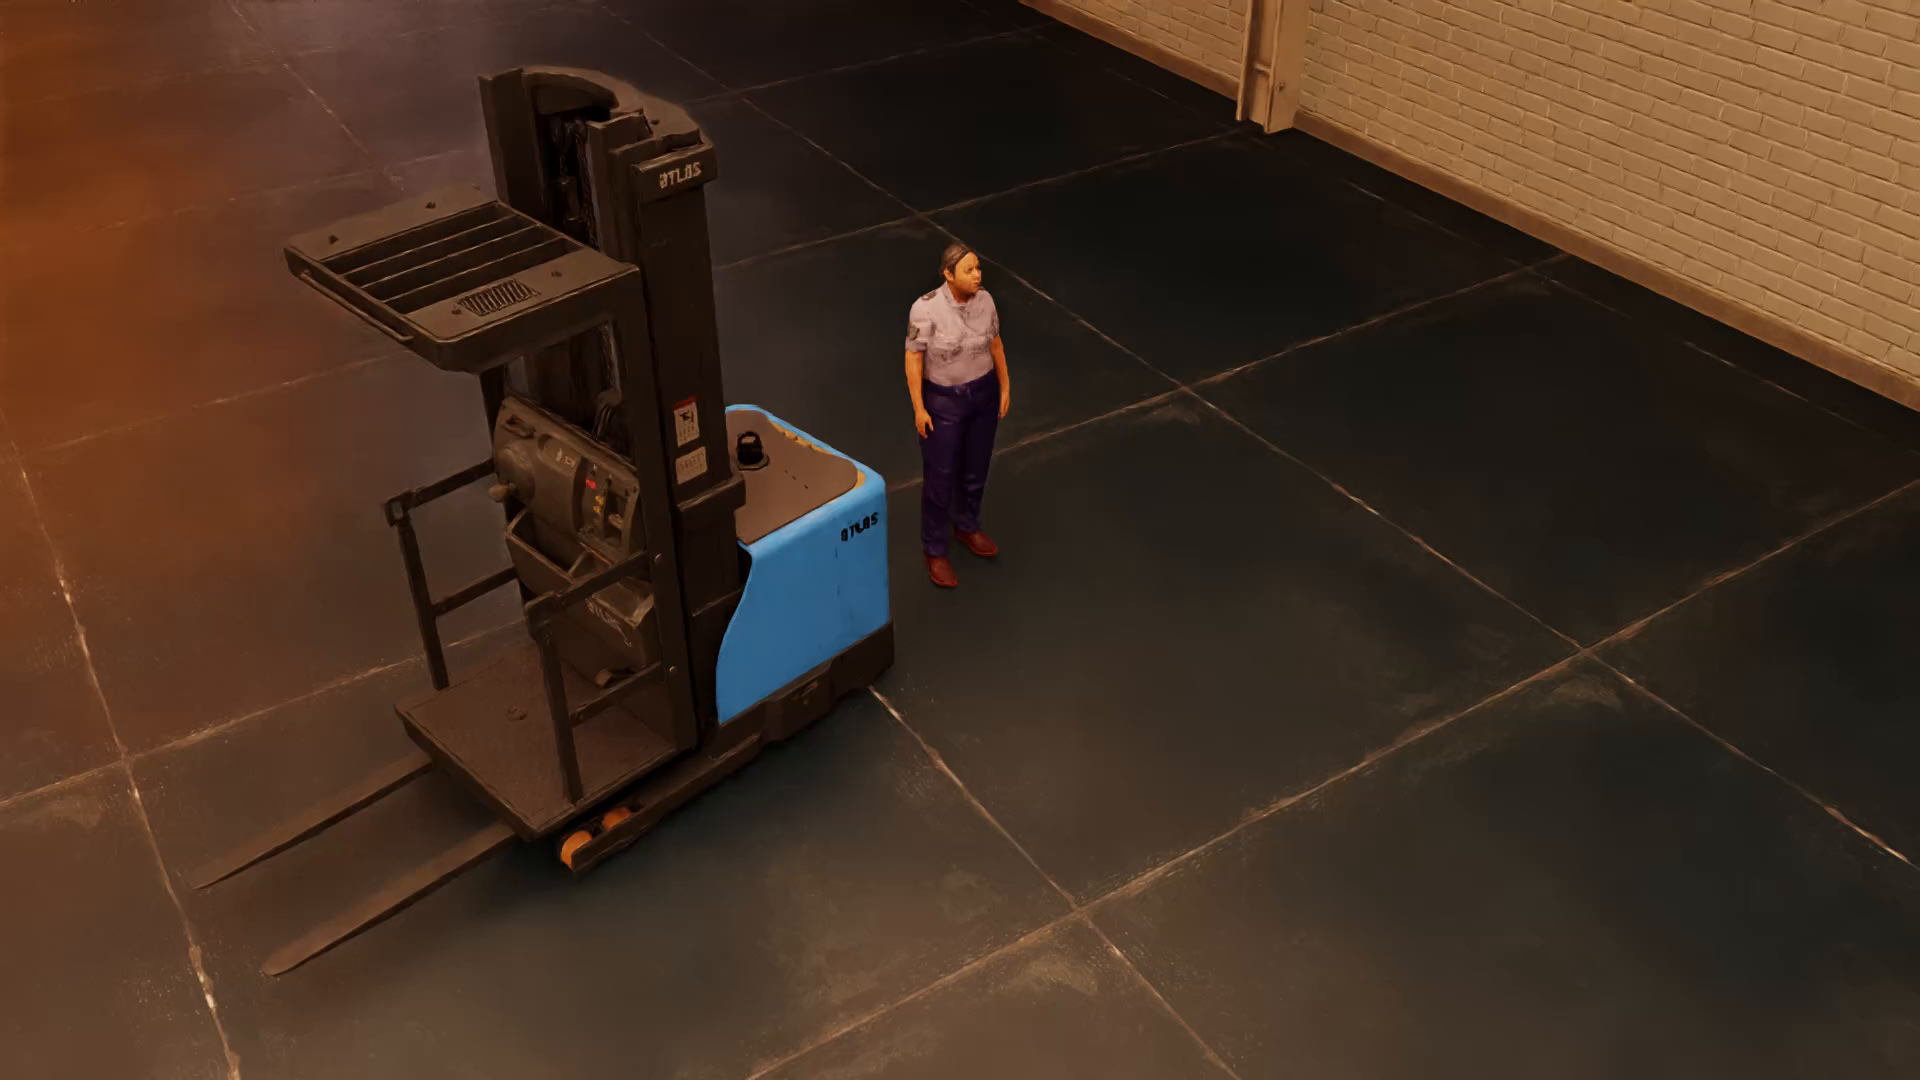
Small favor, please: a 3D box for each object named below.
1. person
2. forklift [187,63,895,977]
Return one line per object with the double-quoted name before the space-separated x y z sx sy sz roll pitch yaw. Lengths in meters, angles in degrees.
"person" 0.030 -0.630 8.148 0.599 1.650 0.502 -21 40 -27
"forklift" -1.696 -0.184 6.409 1.130 2.935 3.031 29 44 35
